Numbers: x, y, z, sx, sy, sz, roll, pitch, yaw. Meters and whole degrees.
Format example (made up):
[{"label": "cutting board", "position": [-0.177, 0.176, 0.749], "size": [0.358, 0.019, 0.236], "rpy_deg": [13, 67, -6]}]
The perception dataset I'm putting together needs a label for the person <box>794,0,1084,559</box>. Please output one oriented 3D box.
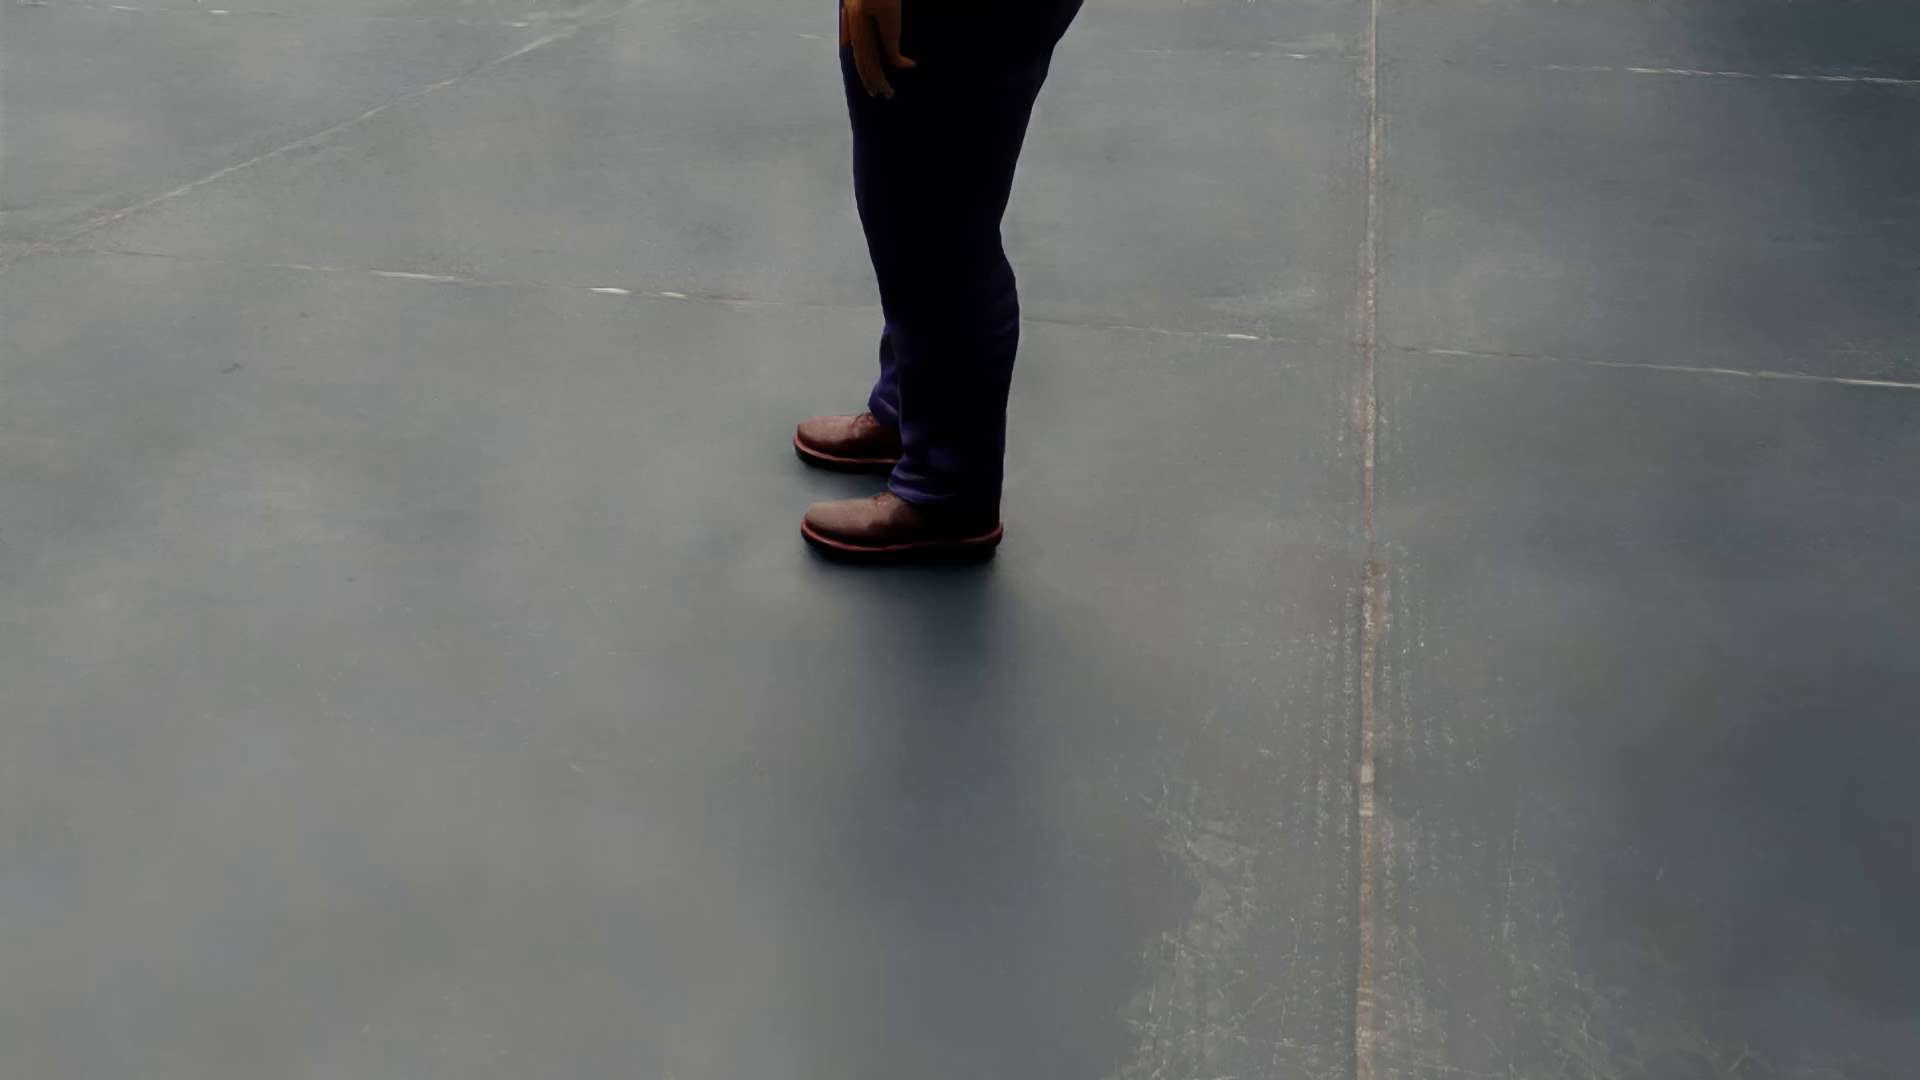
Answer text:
[{"label": "person", "position": [-0.083, -0.761, 2.163], "size": [0.502, 1.650, 0.599], "rpy_deg": [6, 27, 11]}]
